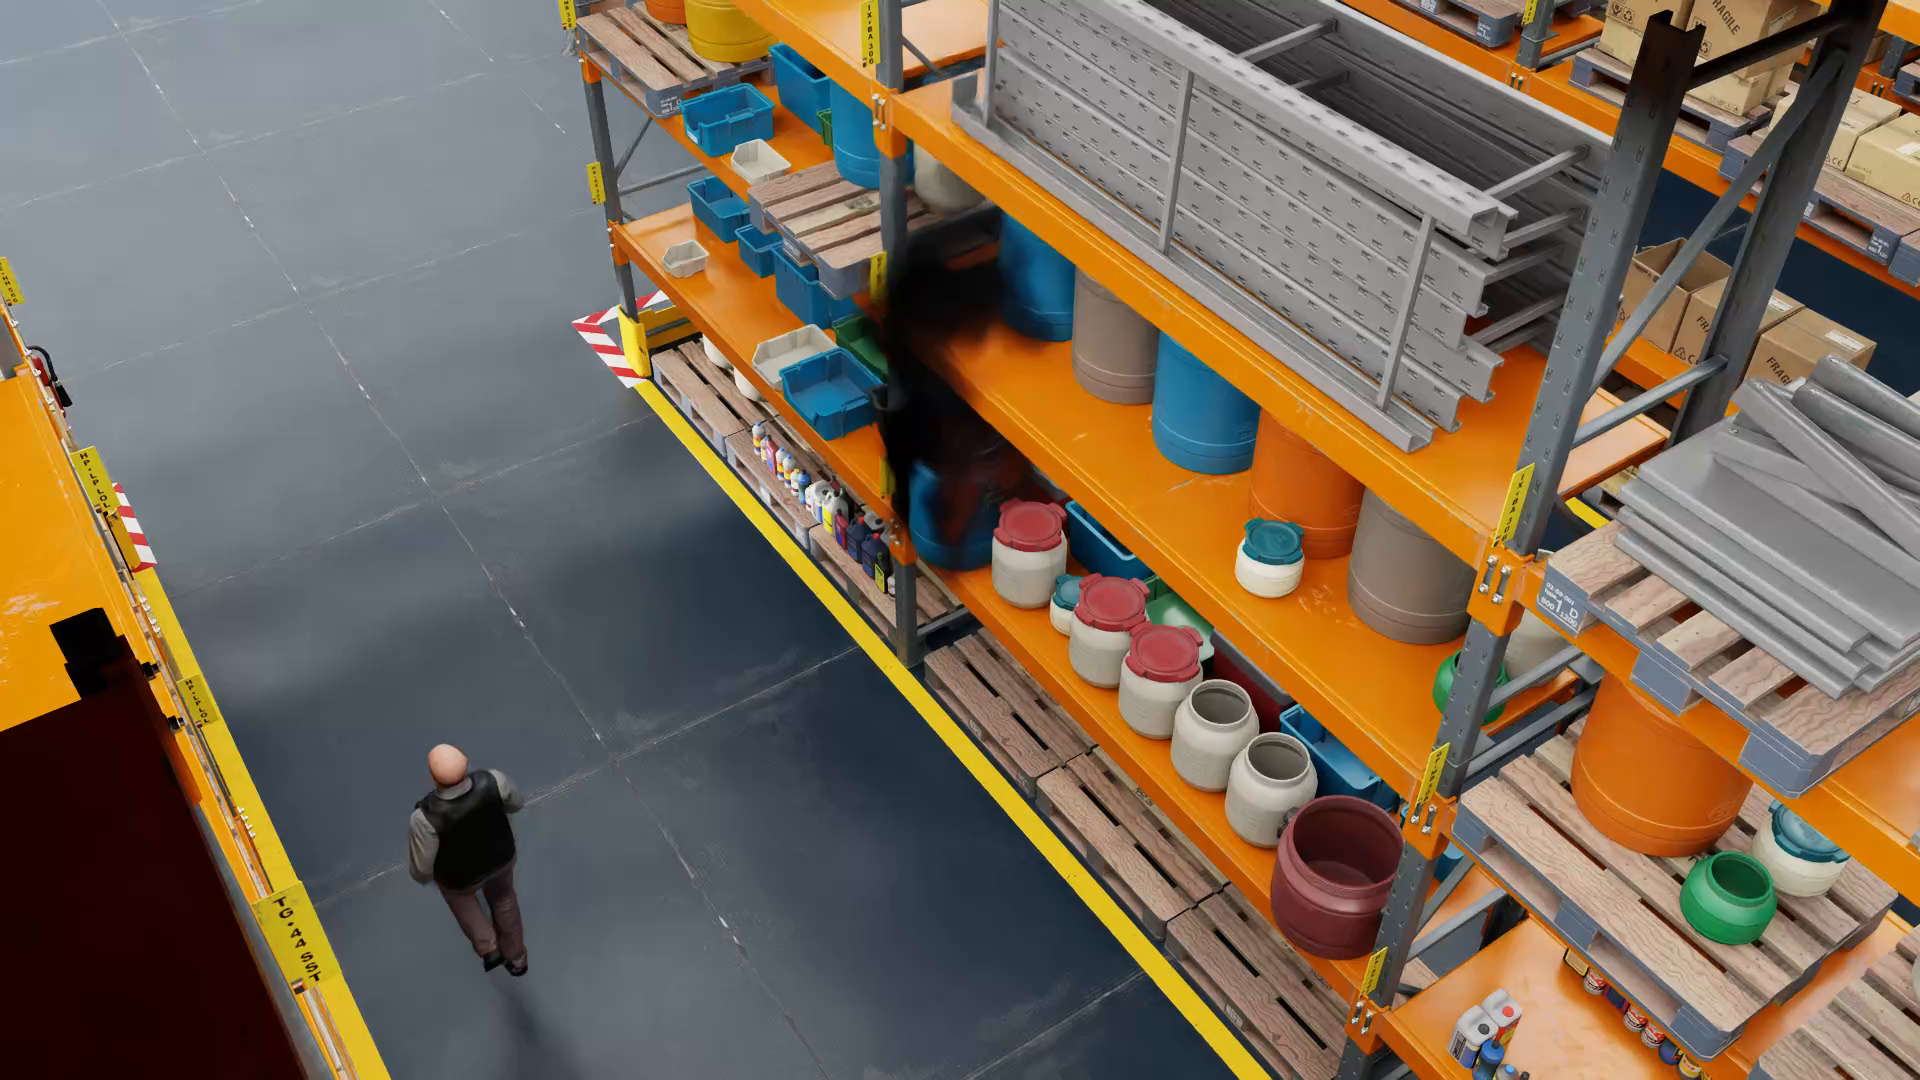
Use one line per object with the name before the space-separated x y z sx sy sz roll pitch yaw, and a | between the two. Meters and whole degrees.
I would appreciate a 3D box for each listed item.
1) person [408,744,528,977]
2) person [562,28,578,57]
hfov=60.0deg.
person | -2.483 1.577 8.380 0.653 1.697 0.553 -28 49 -27
person | -3.745 -5.632 16.658 0.767 1.728 0.580 -9 43 -10
